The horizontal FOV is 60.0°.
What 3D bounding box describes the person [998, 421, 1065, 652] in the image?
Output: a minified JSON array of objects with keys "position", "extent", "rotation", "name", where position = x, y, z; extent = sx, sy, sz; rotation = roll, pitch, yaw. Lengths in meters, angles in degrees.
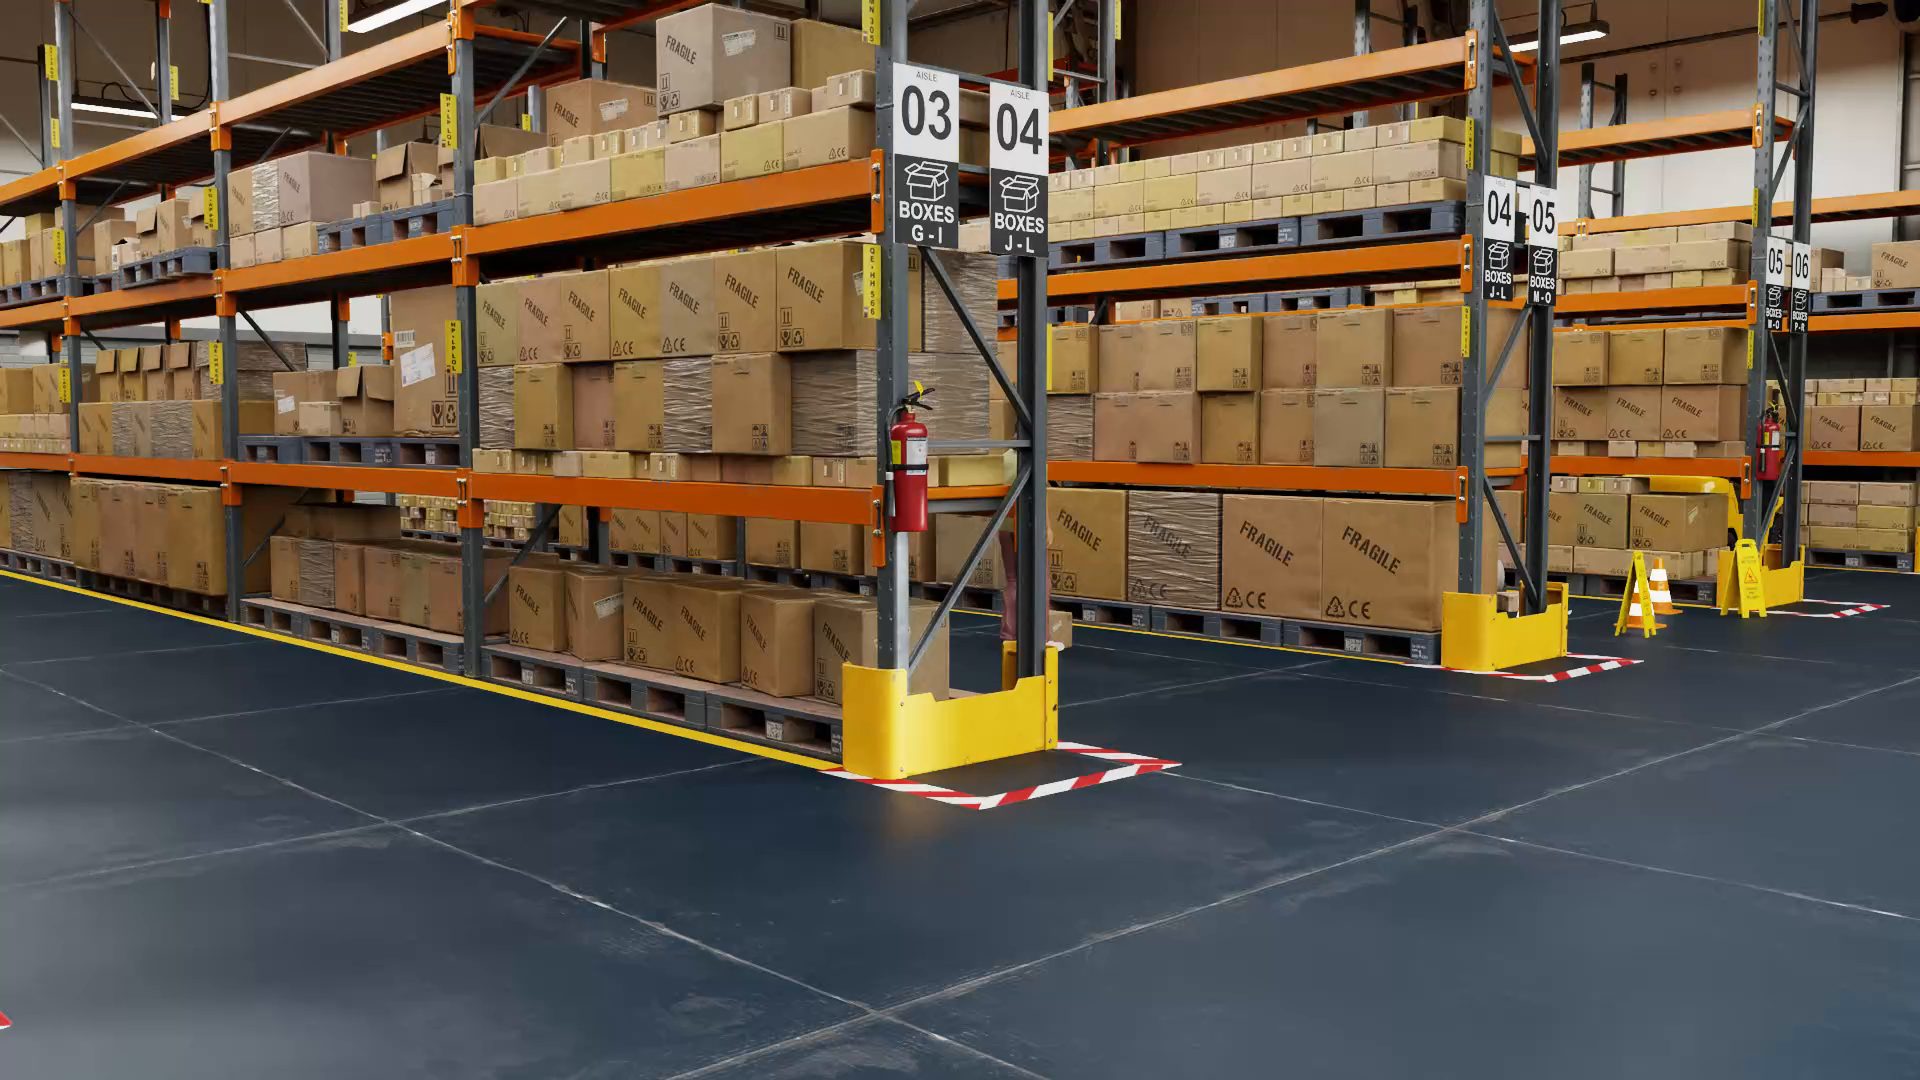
[{"position":[0.458,-0.051,11.736],"extent":[0.354,1.673,0.501],"rotation":[-4,6,-44],"name":"person"}]
